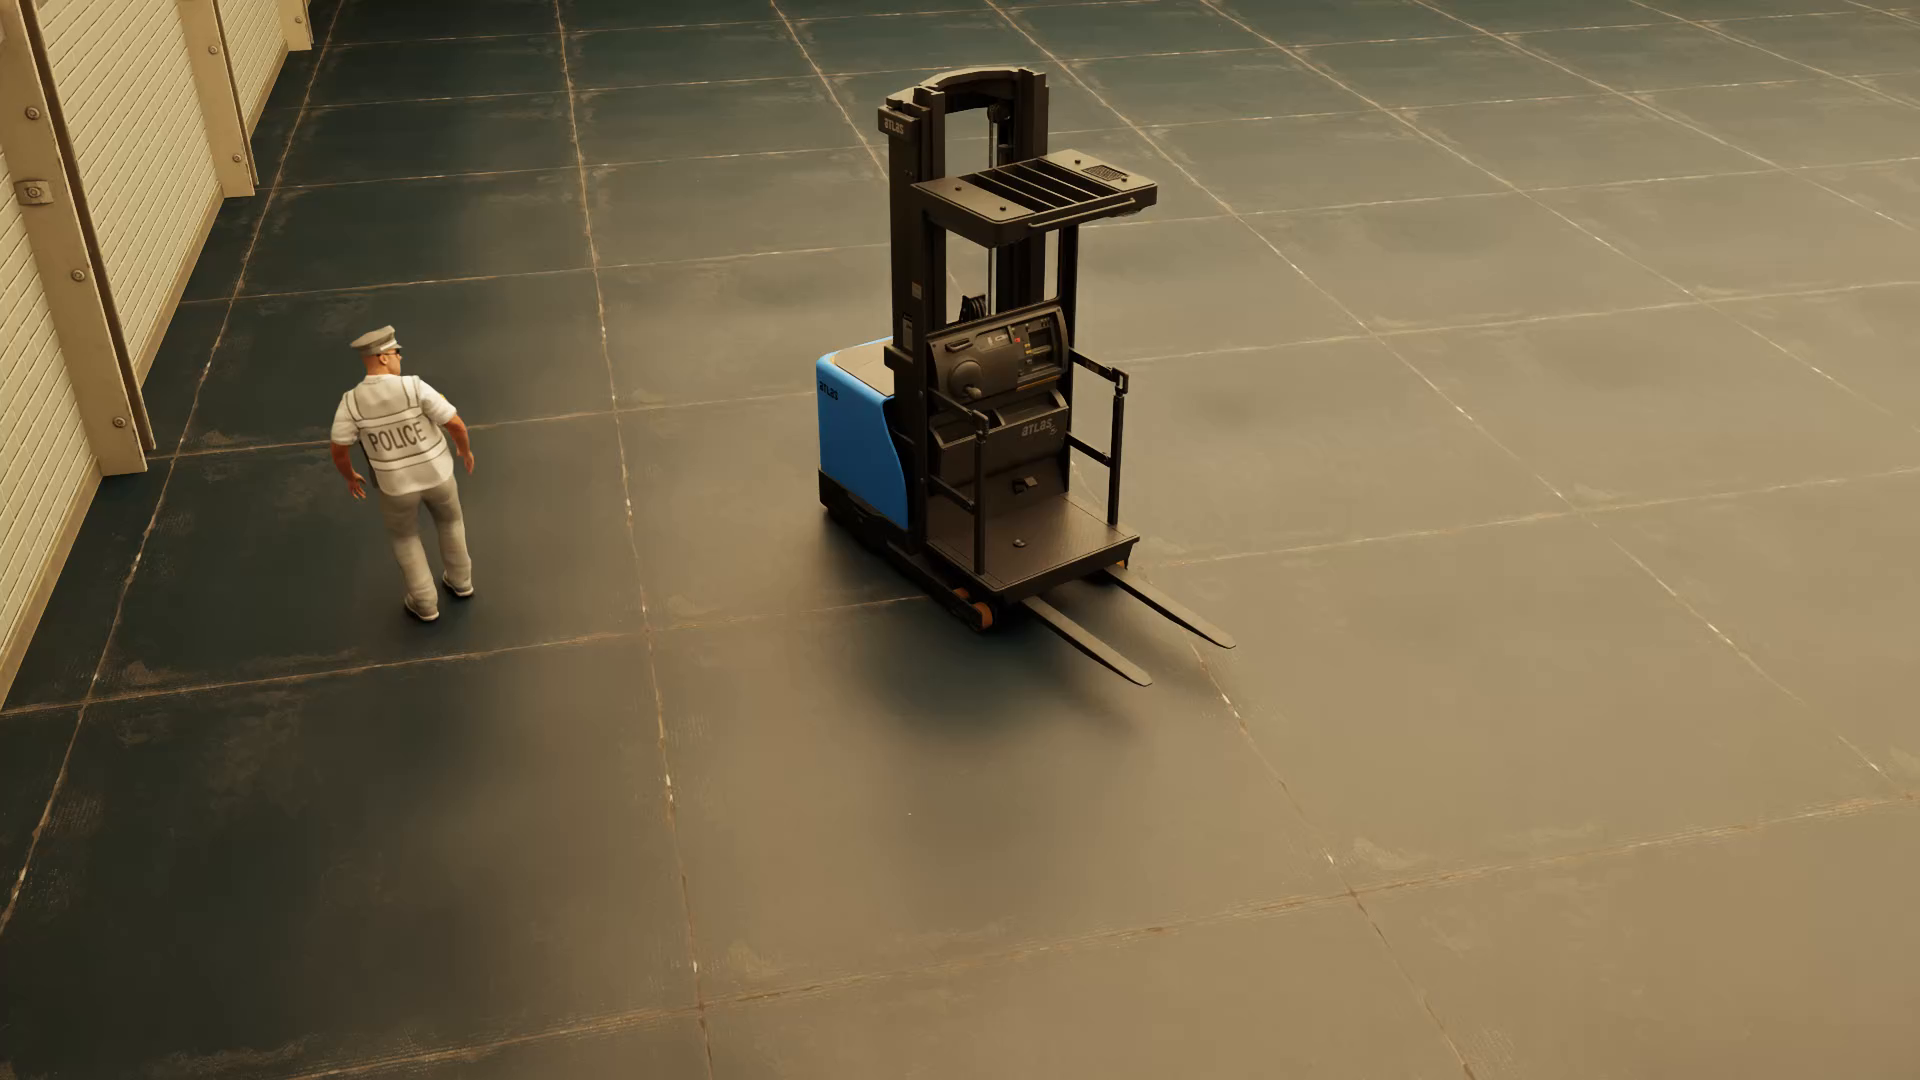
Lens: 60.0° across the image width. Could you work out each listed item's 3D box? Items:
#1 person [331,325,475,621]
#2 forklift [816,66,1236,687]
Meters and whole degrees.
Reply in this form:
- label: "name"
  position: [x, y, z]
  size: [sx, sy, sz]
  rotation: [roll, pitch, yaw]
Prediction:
- label: "person"
  position: [-3.141, -0.388, 9.438]
  size: [0.749, 1.737, 0.532]
  rotation: [-12, 32, -20]
- label: "forklift"
  position: [0.355, -1.021, 9.338]
  size: [1.130, 2.935, 3.031]
  rotation: [-20, 35, -30]
